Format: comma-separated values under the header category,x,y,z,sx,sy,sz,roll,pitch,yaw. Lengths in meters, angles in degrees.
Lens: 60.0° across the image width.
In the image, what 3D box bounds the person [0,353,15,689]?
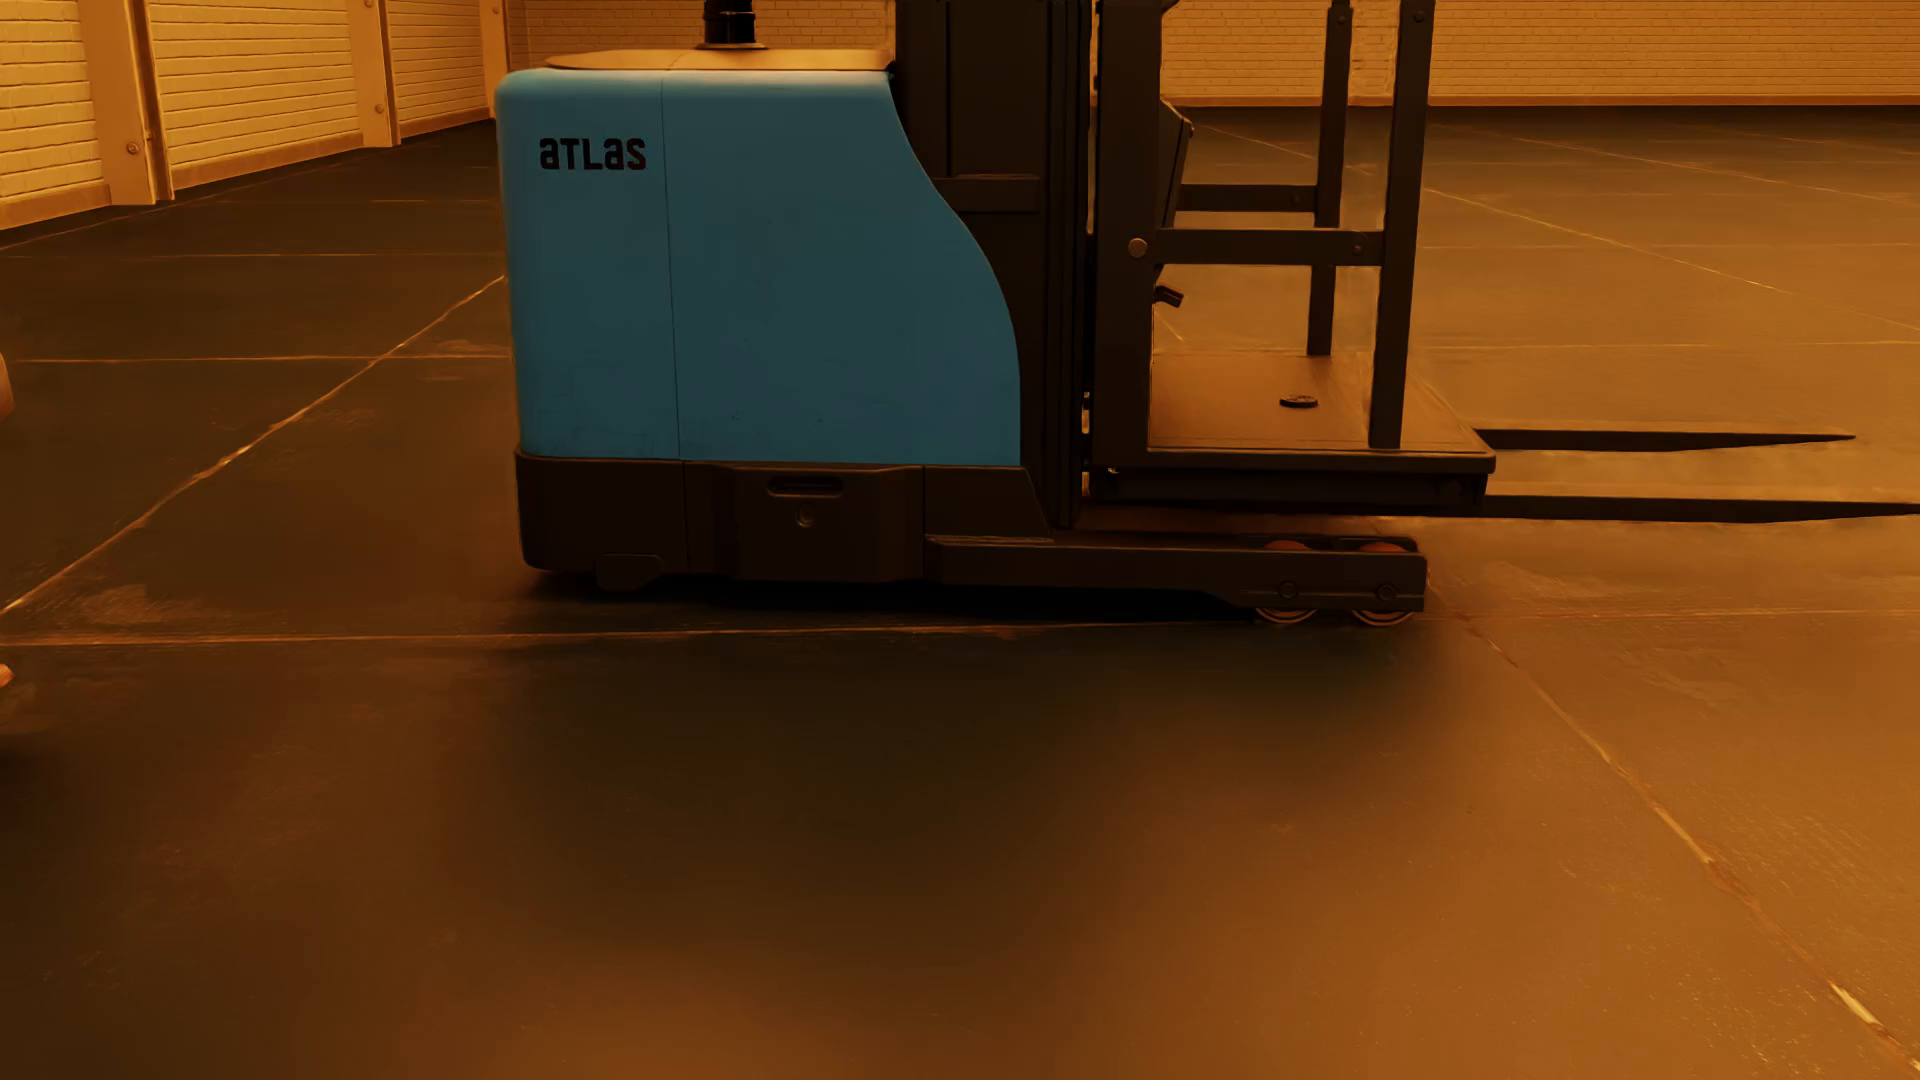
category,x,y,z,sx,sy,sz,roll,pitch,yaw
person,-1.706,-0.165,2.166,0.718,1.445,0.855,3,17,8

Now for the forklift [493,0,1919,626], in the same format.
category,x,y,z,sx,sy,sz,roll,pitch,yaw
forklift,0.610,-1.390,3.451,3.031,2.935,1.130,1,17,4
